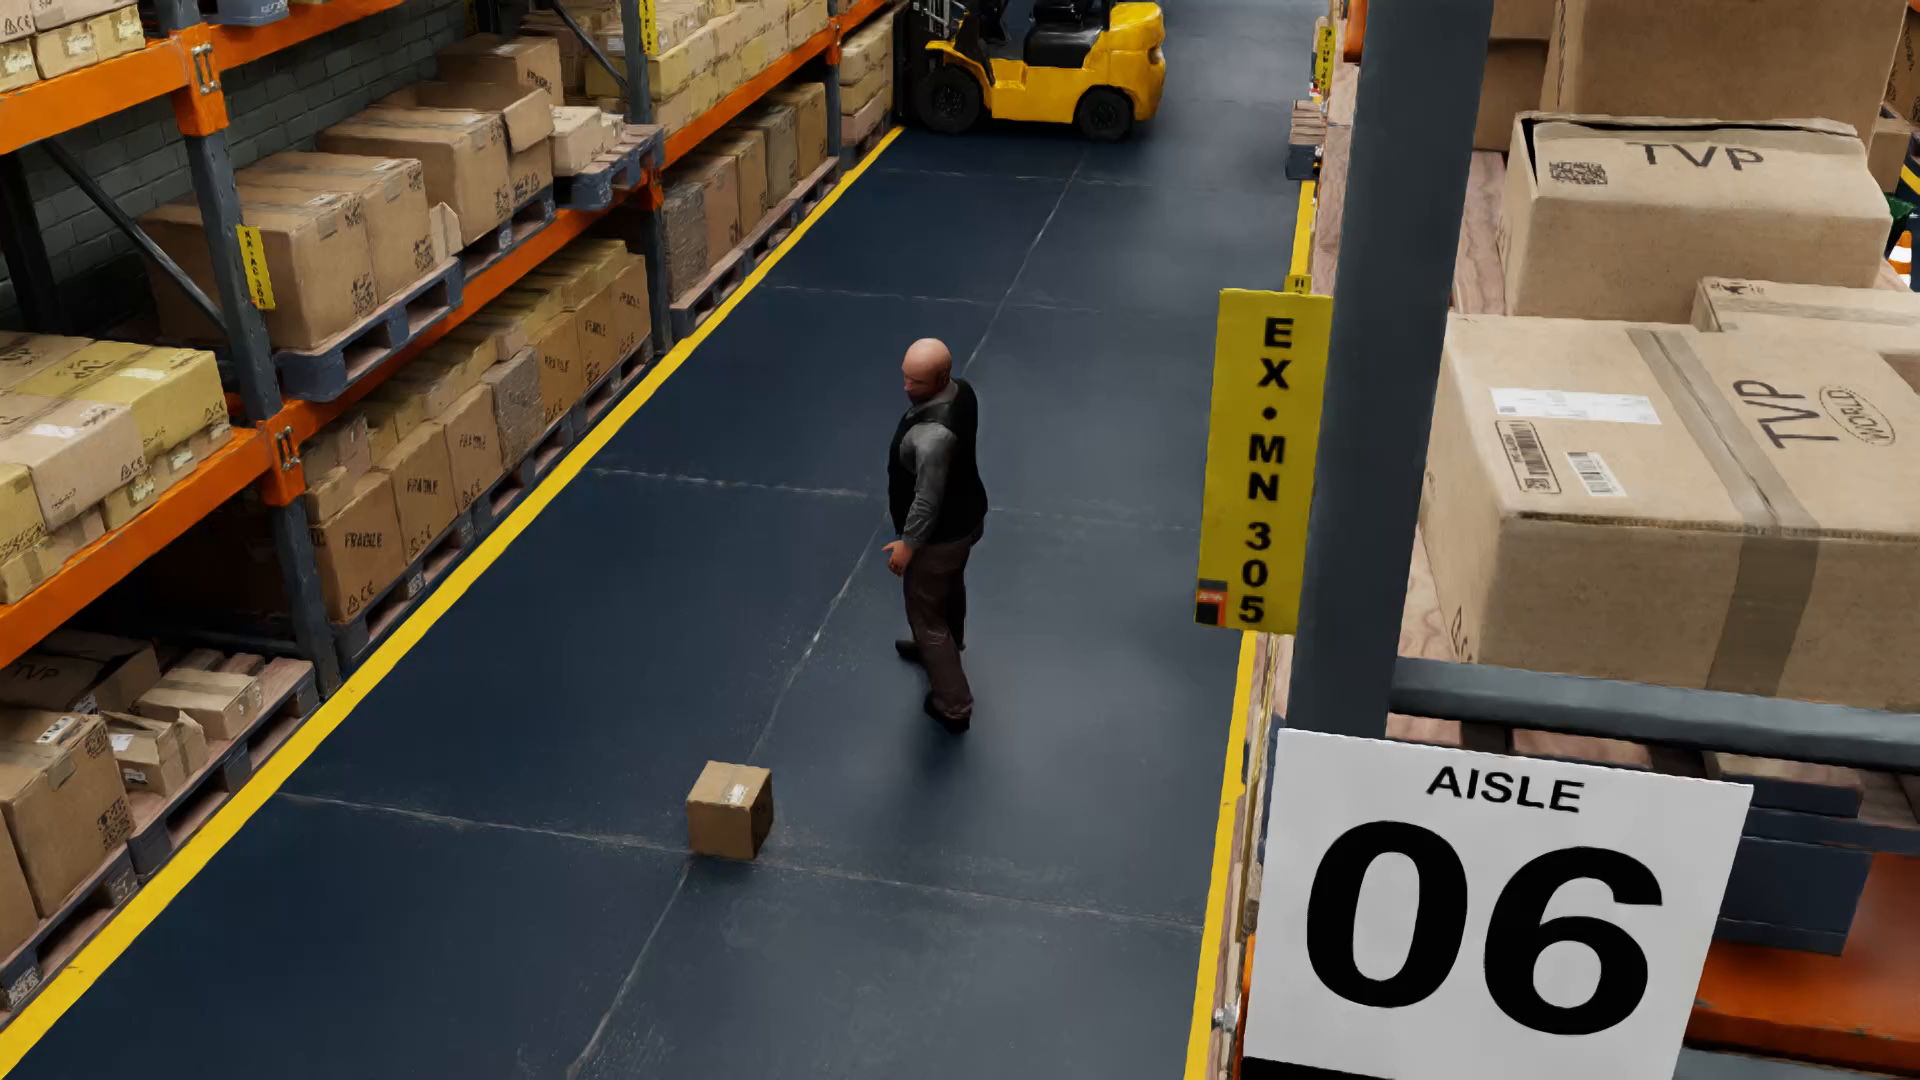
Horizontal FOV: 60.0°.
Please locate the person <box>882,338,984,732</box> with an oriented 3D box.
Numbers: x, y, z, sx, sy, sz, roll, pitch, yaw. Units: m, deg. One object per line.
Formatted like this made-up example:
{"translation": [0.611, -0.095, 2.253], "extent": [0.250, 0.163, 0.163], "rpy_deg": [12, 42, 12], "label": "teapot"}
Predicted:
{"translation": [-0.133, -0.072, 6.817], "extent": [0.551, 1.714, 0.661], "rpy_deg": [11, 30, 19], "label": "person"}
